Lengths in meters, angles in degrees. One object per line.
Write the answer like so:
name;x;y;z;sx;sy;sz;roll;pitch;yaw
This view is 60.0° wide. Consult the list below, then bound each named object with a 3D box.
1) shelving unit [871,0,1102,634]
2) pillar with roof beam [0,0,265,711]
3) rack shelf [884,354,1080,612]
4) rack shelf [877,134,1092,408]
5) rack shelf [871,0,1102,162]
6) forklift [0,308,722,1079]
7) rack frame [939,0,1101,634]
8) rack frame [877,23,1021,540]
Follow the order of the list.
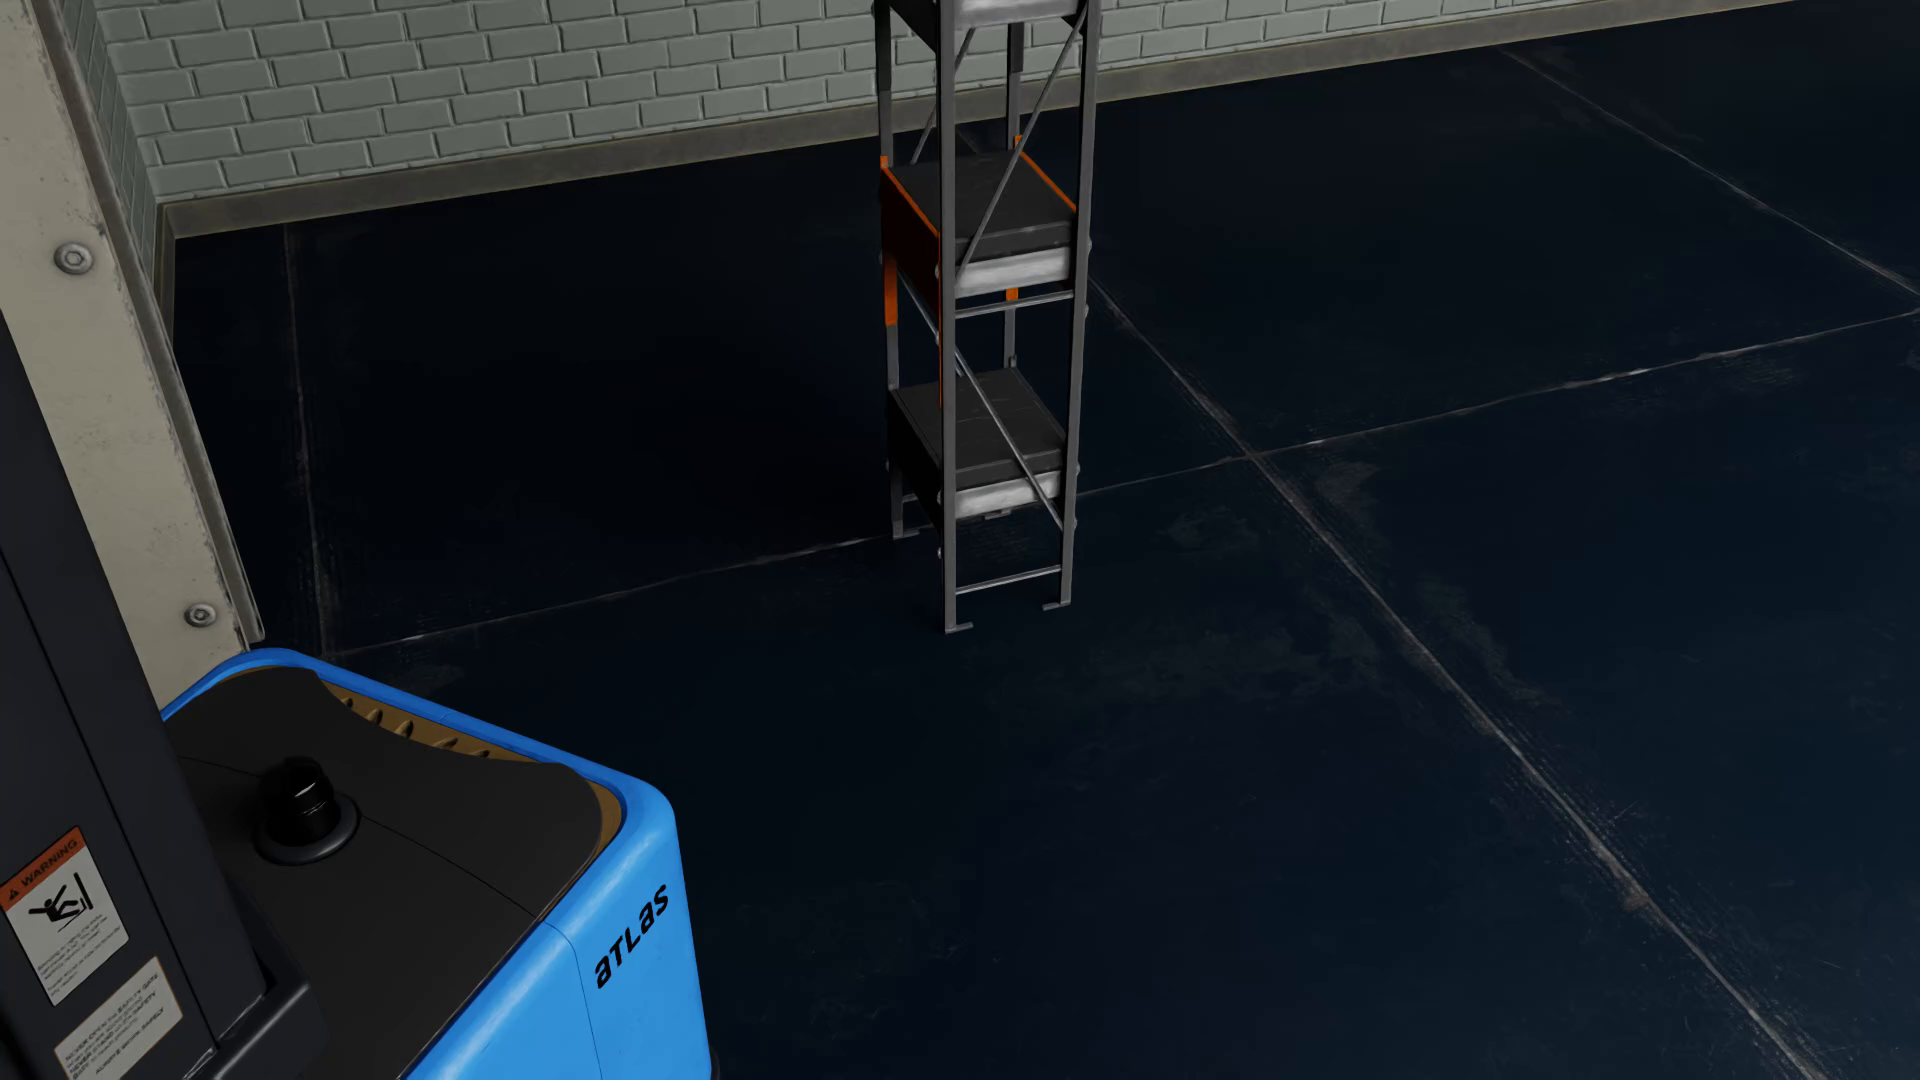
shelving unit;0.057;-0.745;4.494;0.431;2.100;0.503;-12;39;-16
pillar with roof beam;1.913;-4.082;3.190;9.100;9.000;0.400;-12;39;-16
rack shelf;0.057;-0.175;4.923;0.431;0.518;0.480;-12;39;-16
rack shelf;0.057;-0.734;4.502;0.431;0.518;0.480;-12;39;-16
rack shelf;0.057;-1.293;4.081;0.431;0.518;0.480;-12;39;-16
forklift;-1.574;0.798;1.755;1.130;2.935;3.031;16;40;20
rack frame;0.141;-0.607;4.311;0.400;2.100;0.015;-12;39;-16
rack frame;-0.027;-0.883;4.677;0.400;2.100;0.015;-12;39;-16
